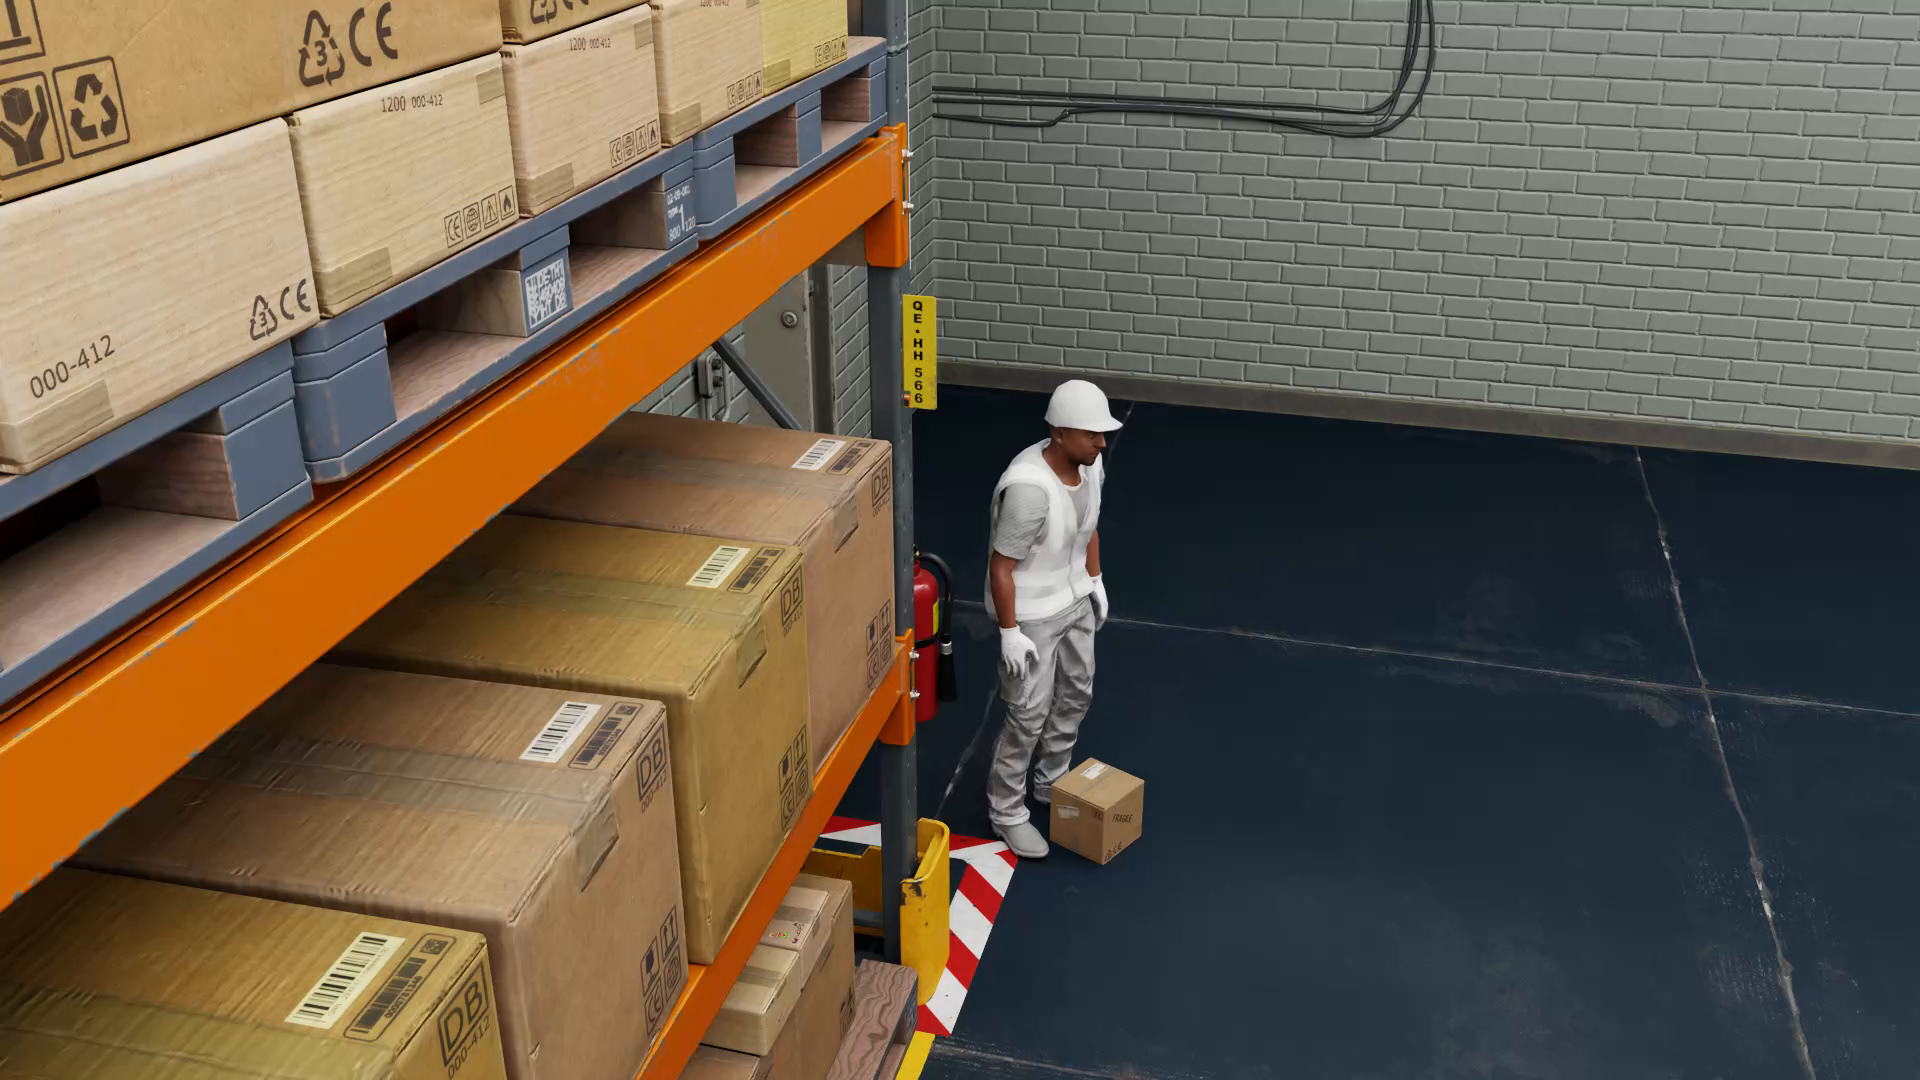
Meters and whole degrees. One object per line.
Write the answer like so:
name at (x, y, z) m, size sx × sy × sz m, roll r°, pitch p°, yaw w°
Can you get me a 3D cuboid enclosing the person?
person at (0.336, 0.259, 6.043) m, size 0.452 × 1.773 × 0.625 m, roll 18°, pitch 31°, yaw 34°
